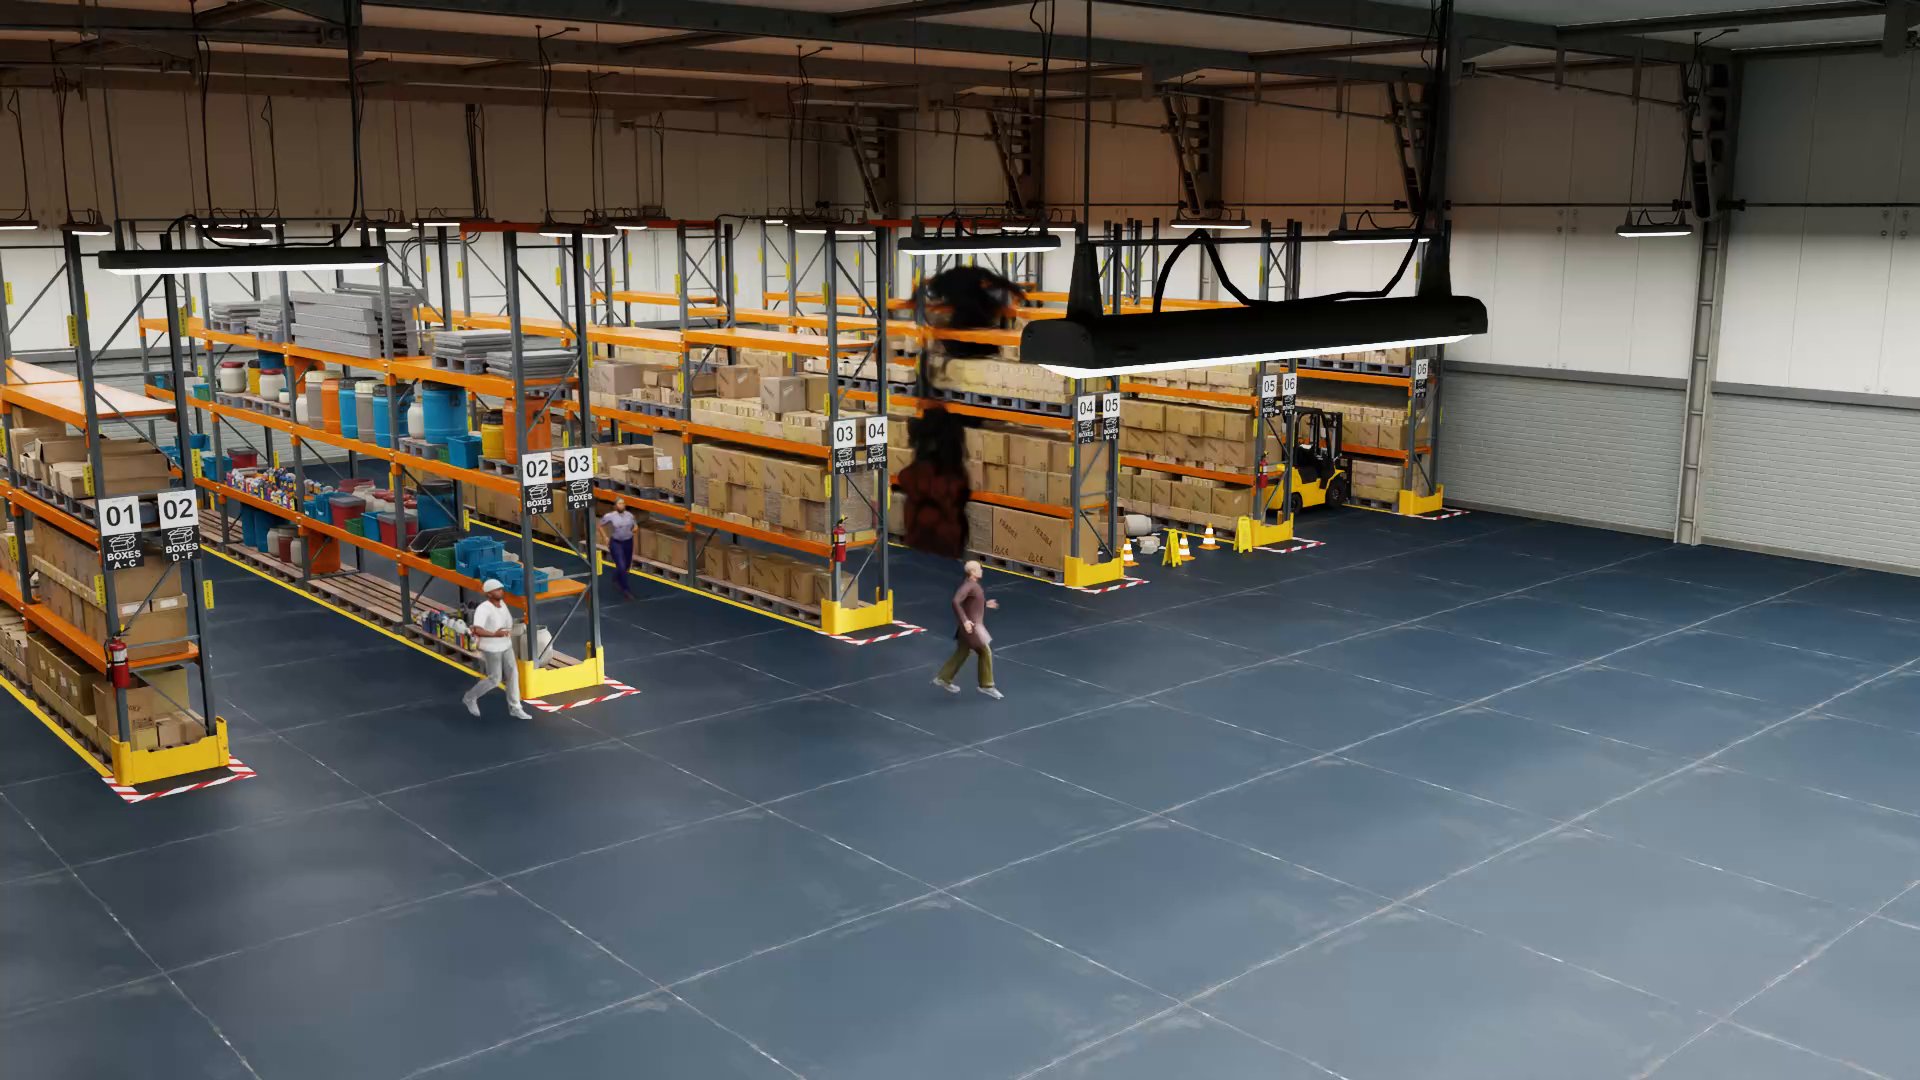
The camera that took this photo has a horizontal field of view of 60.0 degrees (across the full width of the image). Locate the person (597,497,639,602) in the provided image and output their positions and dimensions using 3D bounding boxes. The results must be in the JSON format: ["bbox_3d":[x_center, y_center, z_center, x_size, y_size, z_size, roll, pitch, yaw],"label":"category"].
[{"bbox_3d":[-5.505,0.120,27.052,0.601,1.635,0.915,-10,15,-41],"label":"person"}]

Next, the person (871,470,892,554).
[{"bbox_3d":[-1.468,-0.655,29.489,0.591,1.738,0.730,-10,15,-41],"label":"person"}]

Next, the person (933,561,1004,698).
[{"bbox_3d":[0.125,1.163,21.612,0.881,1.824,0.694,-2,12,-9],"label":"person"}]

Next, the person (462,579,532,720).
[{"bbox_3d":[-5.764,1.363,20.656,0.873,1.785,0.715,3,12,16],"label":"person"}]
